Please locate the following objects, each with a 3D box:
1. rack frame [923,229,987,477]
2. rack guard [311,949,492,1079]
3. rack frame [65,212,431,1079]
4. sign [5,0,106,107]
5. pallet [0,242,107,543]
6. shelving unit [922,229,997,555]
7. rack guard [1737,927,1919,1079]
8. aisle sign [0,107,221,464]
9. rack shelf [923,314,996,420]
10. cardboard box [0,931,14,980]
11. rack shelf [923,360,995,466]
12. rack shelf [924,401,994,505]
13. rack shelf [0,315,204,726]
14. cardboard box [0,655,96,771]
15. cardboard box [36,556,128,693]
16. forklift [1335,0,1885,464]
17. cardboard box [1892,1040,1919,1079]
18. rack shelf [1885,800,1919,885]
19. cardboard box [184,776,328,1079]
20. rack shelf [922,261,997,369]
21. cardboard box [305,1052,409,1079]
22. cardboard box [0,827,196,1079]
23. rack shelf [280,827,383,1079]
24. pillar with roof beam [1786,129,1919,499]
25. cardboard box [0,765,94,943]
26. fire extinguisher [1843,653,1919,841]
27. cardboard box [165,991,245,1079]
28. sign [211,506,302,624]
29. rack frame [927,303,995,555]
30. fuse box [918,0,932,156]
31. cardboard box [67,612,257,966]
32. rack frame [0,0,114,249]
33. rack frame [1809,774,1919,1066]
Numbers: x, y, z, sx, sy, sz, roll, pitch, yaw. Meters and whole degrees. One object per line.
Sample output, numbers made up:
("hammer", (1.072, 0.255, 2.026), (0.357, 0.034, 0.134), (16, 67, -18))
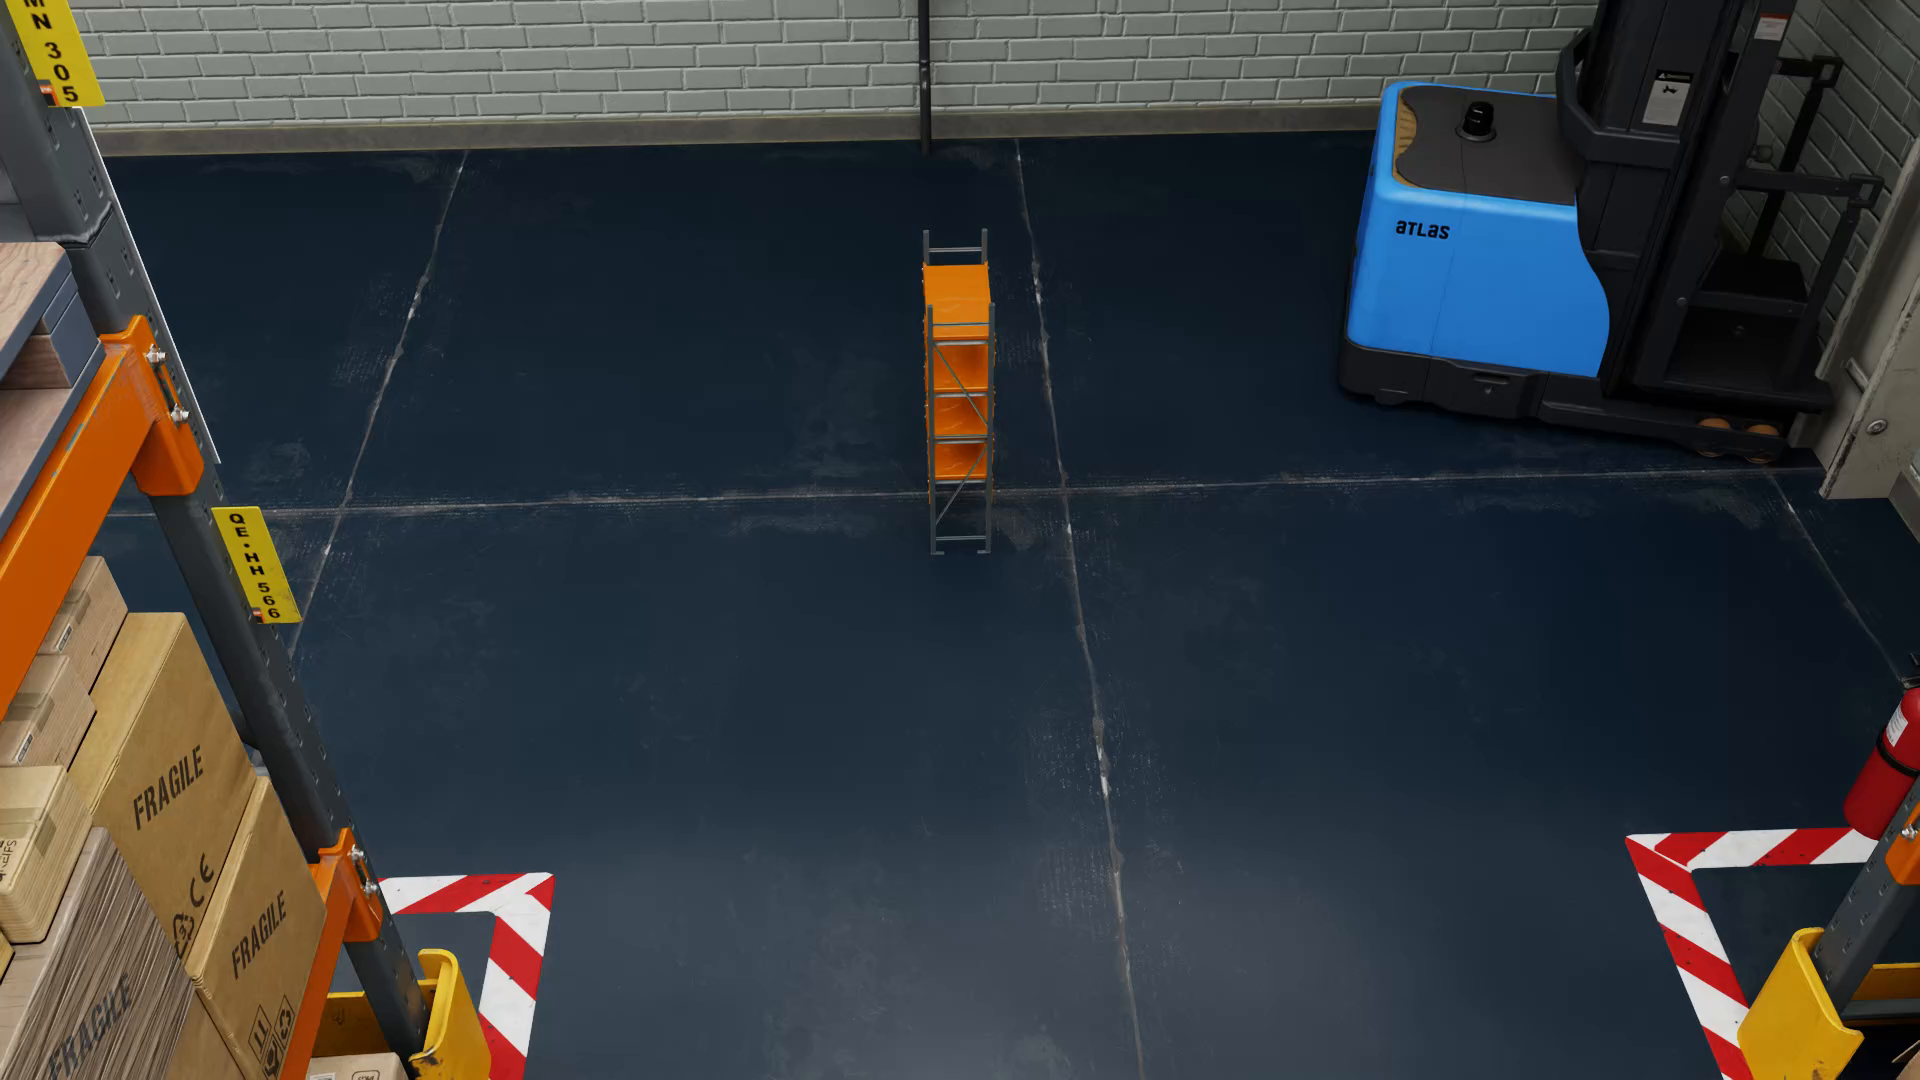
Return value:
("rack frame", (-0.017, -0.719, 6.646), (0.240, 1.200, 0.015), (-2, 43, -2))
("rack guard", (-1.998, 1.481, 4.764), (1.175, 0.500, 0.348), (-2, 43, -2))
("rack frame", (-1.997, 0.576, 3.902), (1.000, 3.000, 0.127), (-2, 43, -2))
("sign", (-1.454, -0.833, 2.622), (0.100, 0.325, 0.005), (-2, 43, -2))
("pallet", (-1.955, 0.003, 2.372), (1.003, 0.211, 1.213), (-2, 43, -2))
("shelving unit", (-0.007, -0.554, 6.466), (0.258, 1.200, 0.503), (-2, 43, -2))
("rack guard", (2.965, 1.404, 4.848), (1.175, 0.500, 0.348), (-2, 43, -2))
("aisle sign", (-1.690, -0.440, 3.086), (0.394, 0.787, 0.004), (-2, 43, -2))
("rack shelf", (-0.007, -0.669, 6.361), (0.258, 0.148, 0.480), (-2, 43, -2))
("cardboard box", (-1.682, 0.682, 2.492), (0.380, 0.149, 0.250), (-1, 43, -1))
("rack shelf", (-0.007, -0.504, 6.512), (0.258, 0.148, 0.480), (-2, 43, -2))
("rack shelf", (-0.007, -0.358, 6.646), (0.258, 0.148, 0.480), (-2, 43, -2))
("rack shelf", (-1.912, 1.086, 1.658), (1.077, 0.370, 4.000), (-2, 43, -2))
("cardboard box", (-1.747, 0.339, 2.867), (0.380, 0.149, 0.250), (-1, 43, -1))
("cardboard box", (-1.782, 0.168, 3.053), (0.380, 0.149, 0.250), (-1, 43, -1))
("forklift", (3.251, -1.804, 6.549), (3.031, 2.935, 1.130), (9, 43, 10))
("cardboard box", (2.893, 1.612, 4.308), (0.797, 0.503, 0.637), (-3, 43, -3))
("rack shelf", (3.047, 2.046, 2.830), (1.077, 0.370, 4.000), (-2, 43, -2))
("cardboard box", (-1.712, 0.857, 3.521), (0.500, 0.500, 0.500), (-1, 43, -2))
("rack shelf", (-0.007, -0.844, 6.201), (0.258, 0.148, 0.480), (-2, 43, -2))
("cardboard box", (-1.869, 1.808, 4.143), (0.875, 0.438, 0.875), (-3, 43, -3))
("cardboard box", (-1.687, 0.841, 2.798), (0.500, 0.500, 0.500), (-2, 43, -2))
("rack shelf", (-1.912, 2.191, 2.672), (1.077, 0.370, 4.000), (-2, 43, -2))
("pillar with roof beam", (-0.553, -3.503, 3.912), (9.100, 9.000, 0.400), (-2, 43, -2))
("cardboard box", (-1.652, 0.511, 2.679), (0.380, 0.149, 0.250), (-2, 43, -2))
("fire extinguisher", (2.494, 0.511, 4.306), (0.296, 0.674, 0.183), (-2, 43, -2))
("cardboard box", (-1.706, 1.196, 3.151), (0.500, 0.500, 0.500), (-2, 43, -3))
("sign", (-1.454, 0.056, 3.437), (0.100, 0.325, 0.005), (-2, 43, -2))
("rack frame", (0.003, -0.389, 6.287), (0.240, 1.200, 0.015), (-2, 43, -2))
("fuse box", (-0.155, -2.717, 8.448), (0.539, 1.711, 0.414), (-2, 43, -2))
("cardboard box", (-1.739, 0.489, 3.182), (0.500, 0.500, 0.500), (0, 43, 0))
("rack frame", (-1.997, -1.636, 1.875), (1.000, 3.000, 0.127), (-2, 43, -2))
("rack frame", (2.962, 0.431, 4.060), (1.000, 3.000, 0.127), (-2, 43, -2))
